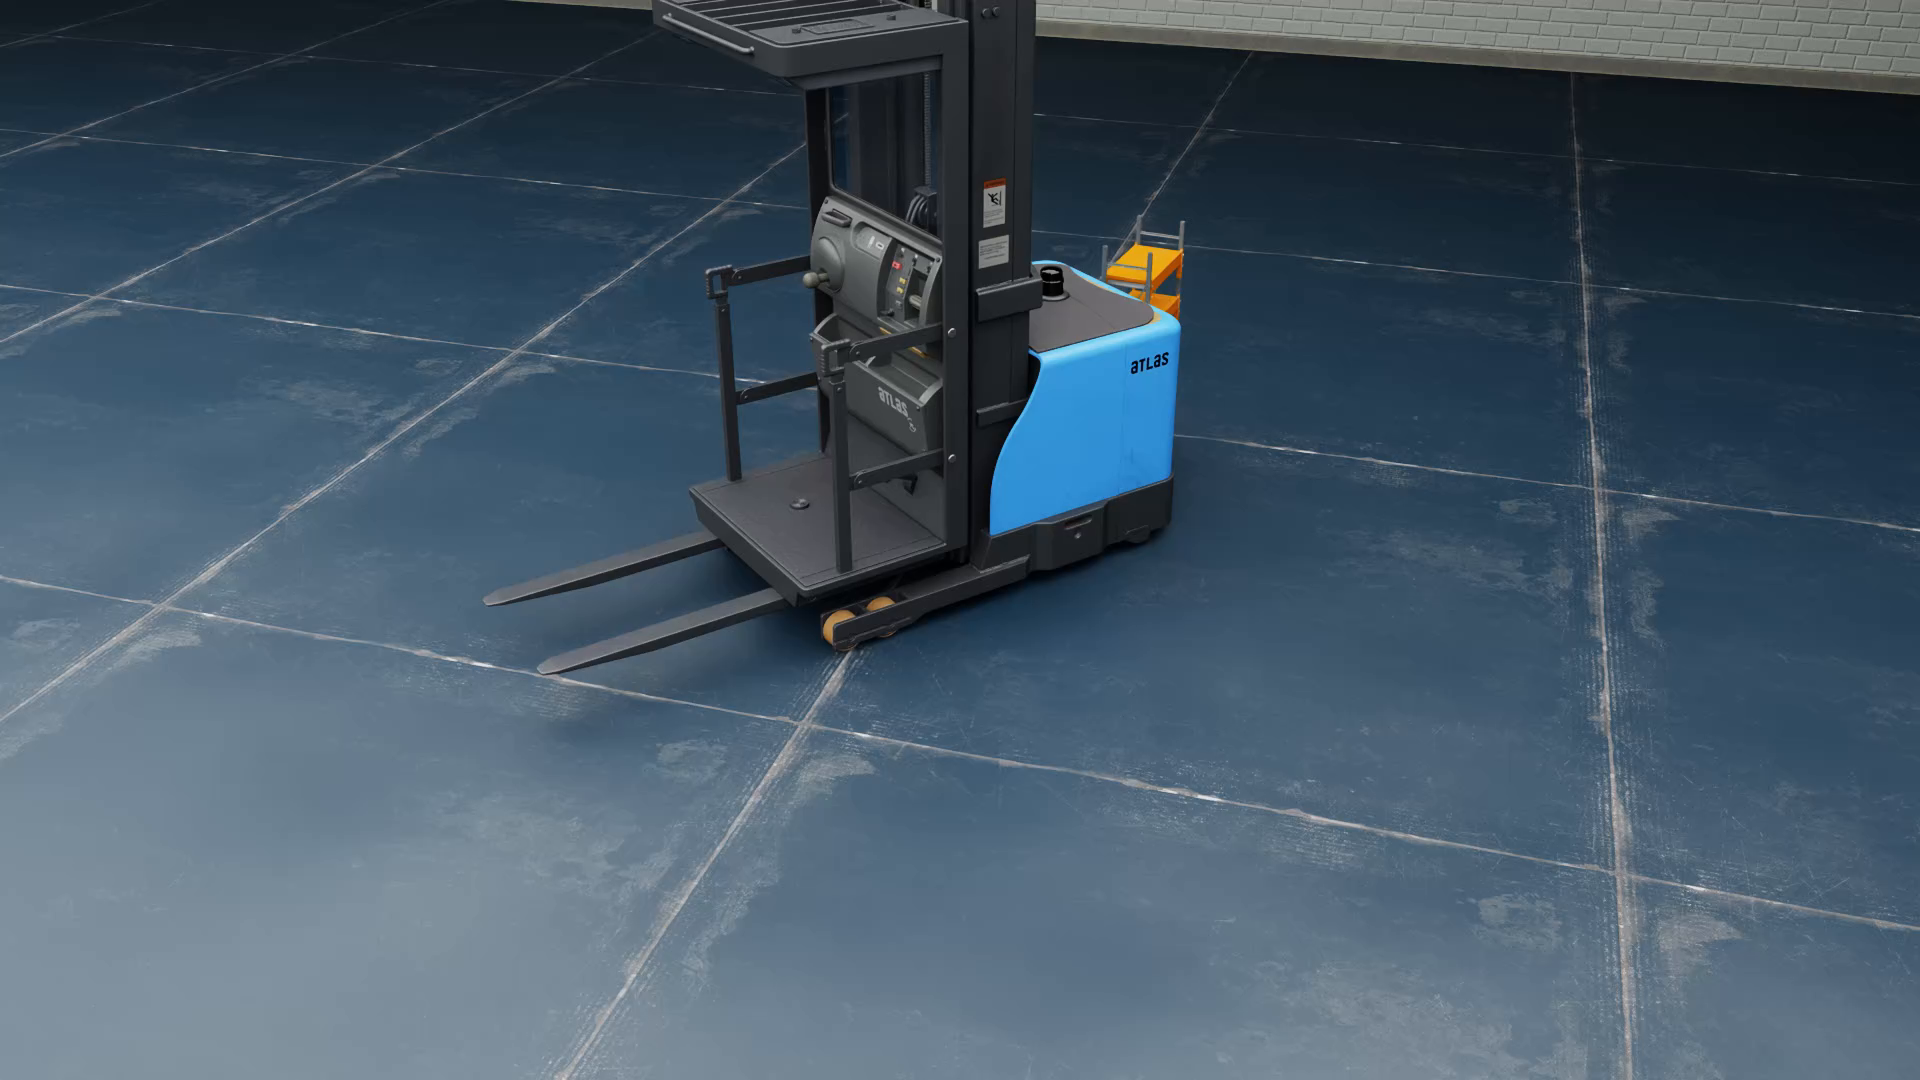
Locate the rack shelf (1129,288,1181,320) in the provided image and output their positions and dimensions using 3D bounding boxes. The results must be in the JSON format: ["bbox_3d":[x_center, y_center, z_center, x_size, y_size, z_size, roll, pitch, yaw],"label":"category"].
[{"bbox_3d":[0.878,-1.068,8.114,0.258,0.148,0.480,12,31,21],"label":"rack shelf"}]

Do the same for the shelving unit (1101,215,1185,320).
[{"bbox_3d":[0.878,-0.931,8.190,0.258,1.200,0.503,12,31,21],"label":"shelving unit"}]

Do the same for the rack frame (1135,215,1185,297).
[{"bbox_3d":[0.979,-1.039,8.384,0.240,1.200,0.015,12,31,21],"label":"rack frame"}]

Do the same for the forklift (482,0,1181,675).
[{"bbox_3d":[-0.524,-1.112,6.734,3.031,2.935,1.130,-18,34,-29],"label":"forklift"}]

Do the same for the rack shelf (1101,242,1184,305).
[{"bbox_3d":[0.878,-1.275,7.999,0.258,0.148,0.480,12,31,21],"label":"rack shelf"}]

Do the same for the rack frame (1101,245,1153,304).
[{"bbox_3d":[0.777,-0.823,7.996,0.240,1.200,0.015,12,31,21],"label":"rack frame"}]
